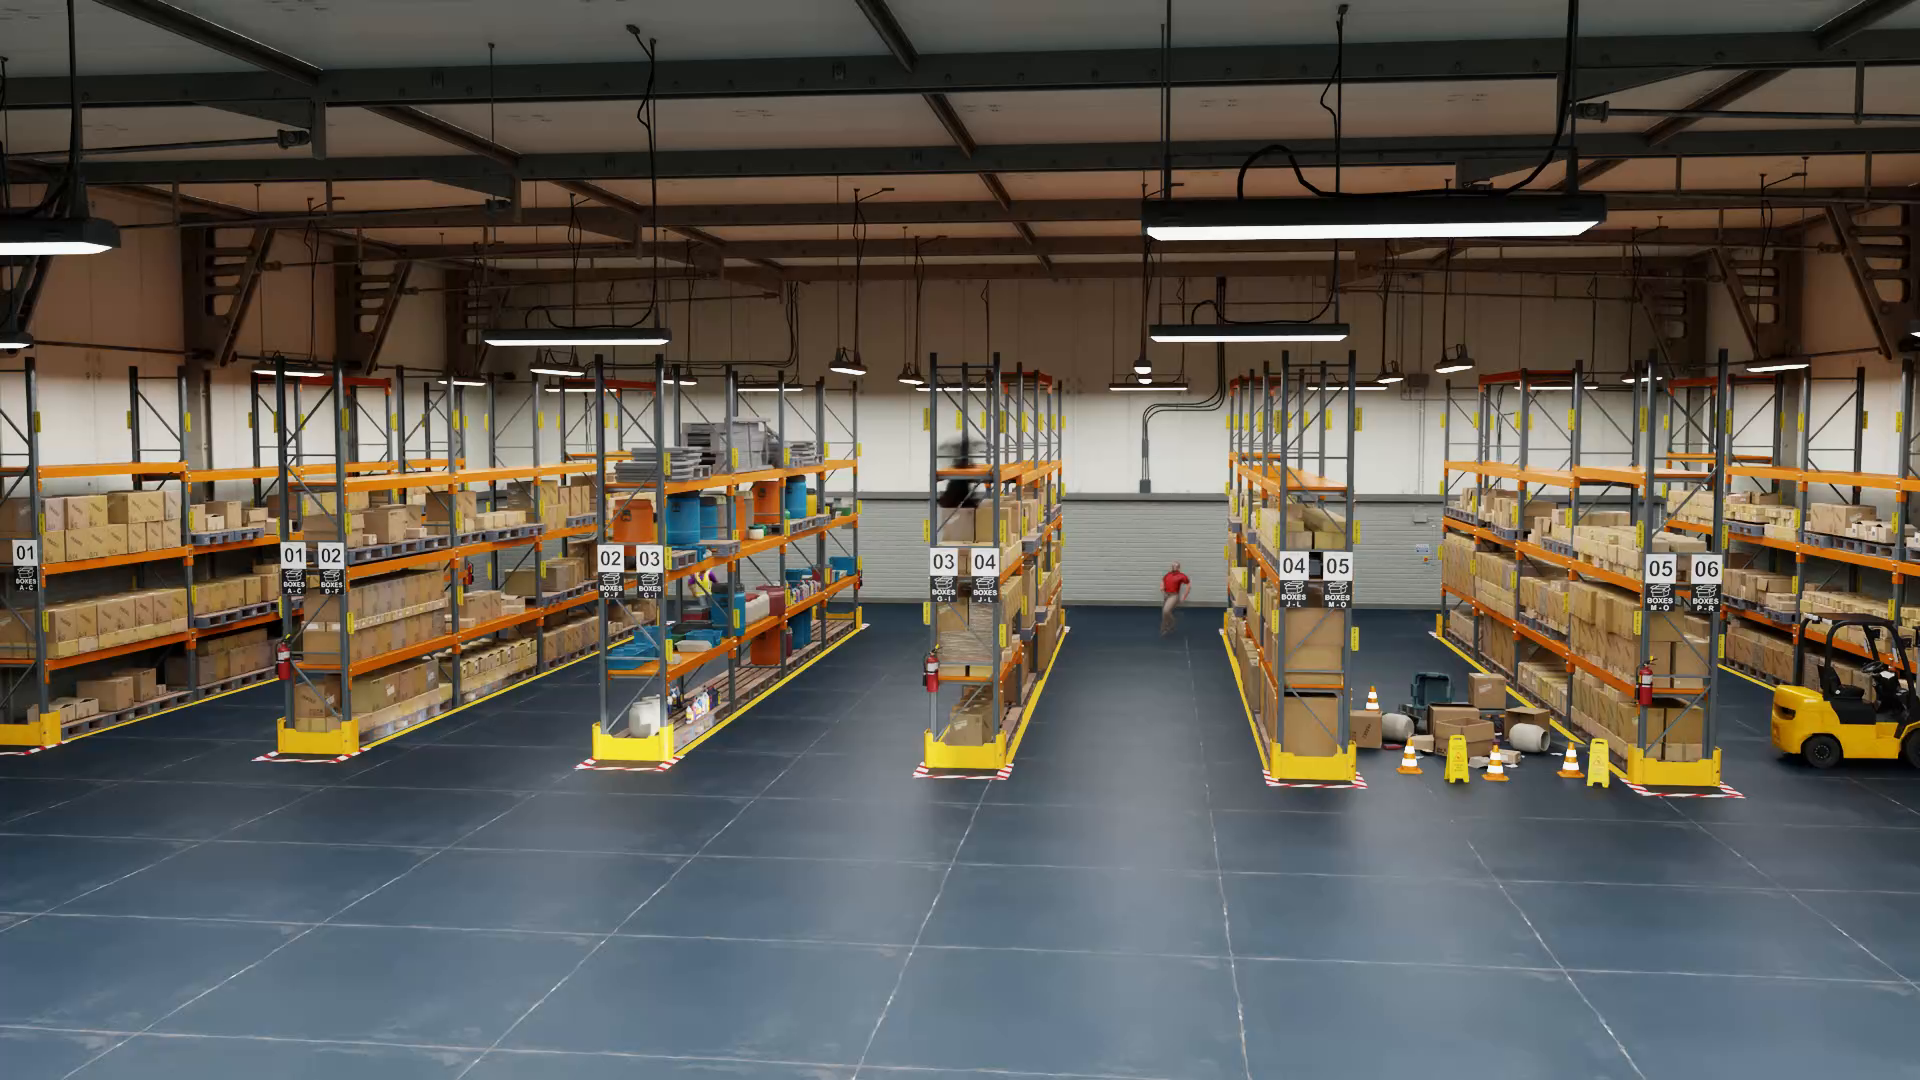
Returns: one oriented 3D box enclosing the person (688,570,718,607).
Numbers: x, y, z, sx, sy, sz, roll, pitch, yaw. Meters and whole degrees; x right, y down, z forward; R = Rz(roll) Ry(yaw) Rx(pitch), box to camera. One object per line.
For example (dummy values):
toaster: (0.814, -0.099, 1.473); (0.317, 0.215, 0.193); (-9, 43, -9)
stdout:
person: (-6.154, 1.327, 39.911); (0.701, 1.688, 0.574); (-1, 4, -12)

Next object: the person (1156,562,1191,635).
person: (4.984, 1.395, 39.315); (0.763, 1.745, 0.703); (-3, 5, -39)
